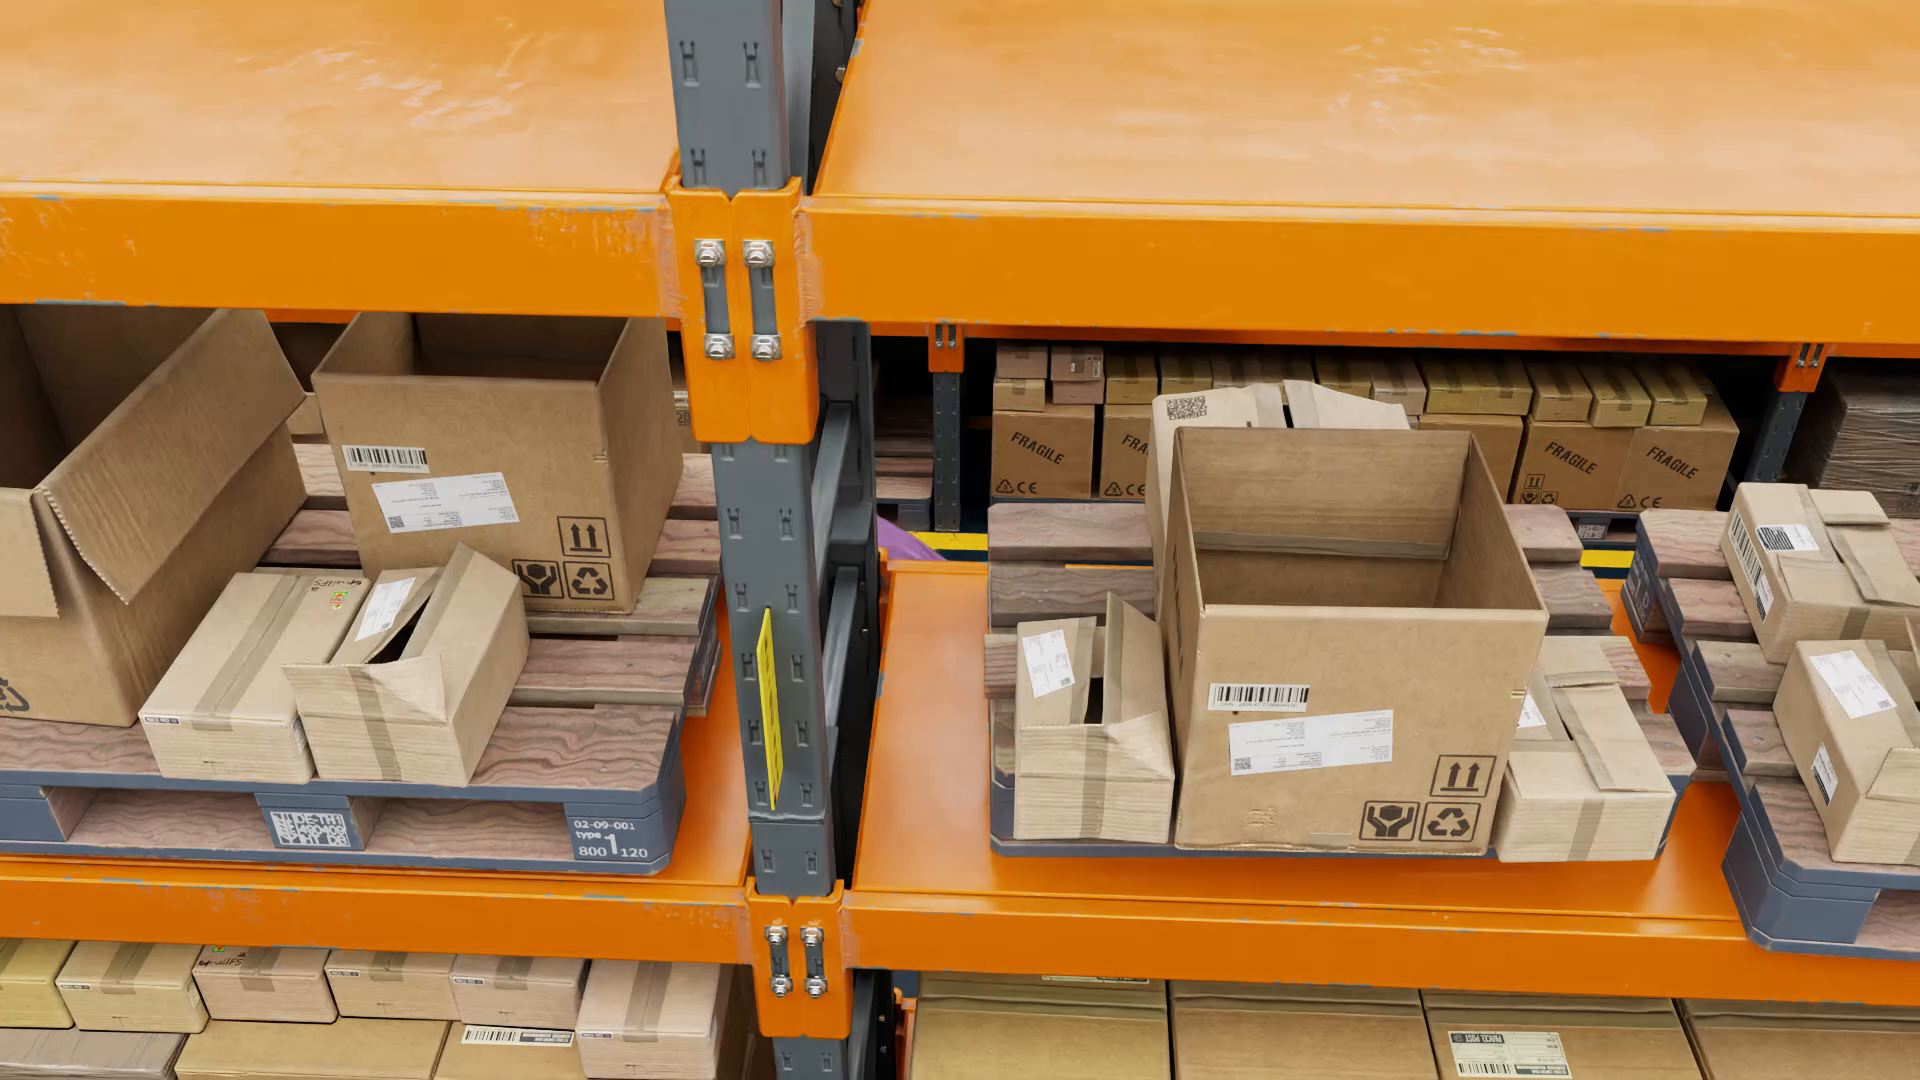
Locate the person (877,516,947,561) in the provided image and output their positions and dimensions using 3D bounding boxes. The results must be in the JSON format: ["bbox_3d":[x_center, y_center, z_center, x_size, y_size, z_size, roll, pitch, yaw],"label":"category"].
[{"bbox_3d":[-0.422,0.194,7.463,0.822,0.888,0.451,3,36,4],"label":"person"}]
